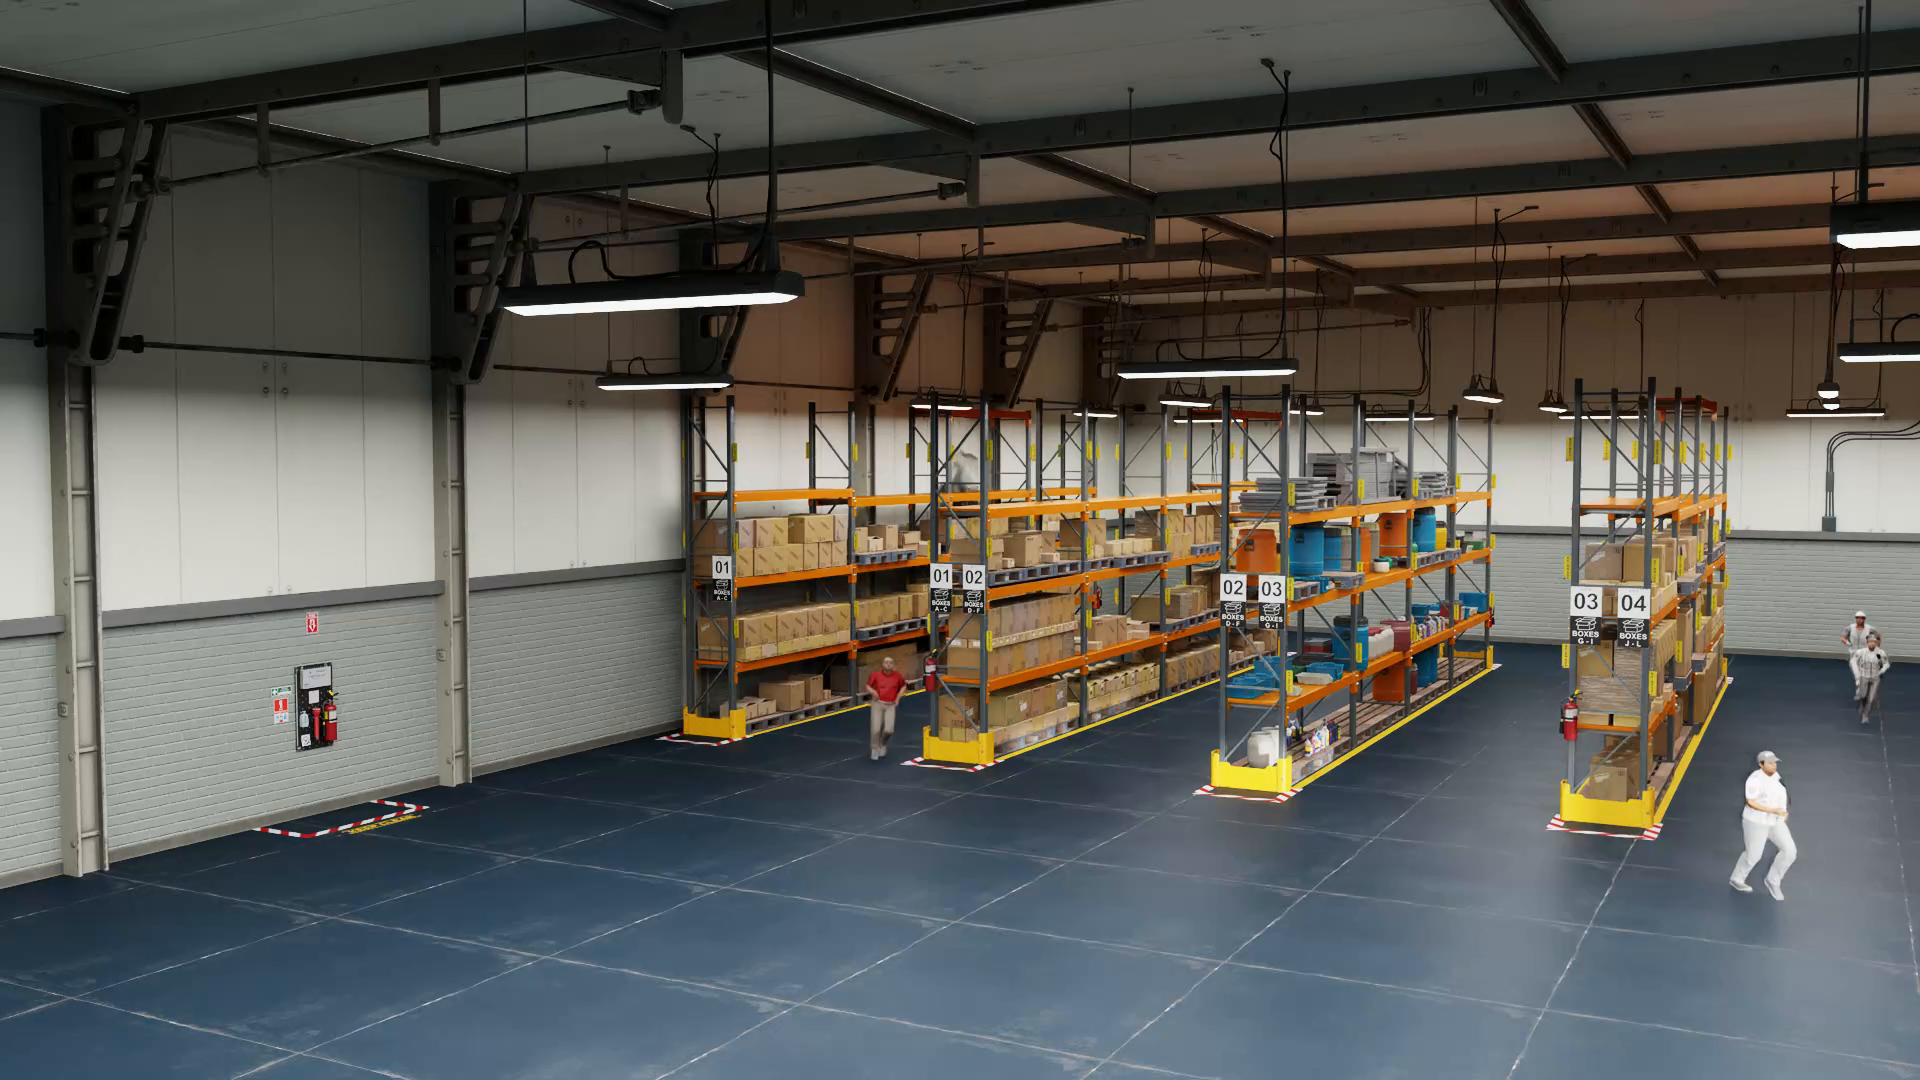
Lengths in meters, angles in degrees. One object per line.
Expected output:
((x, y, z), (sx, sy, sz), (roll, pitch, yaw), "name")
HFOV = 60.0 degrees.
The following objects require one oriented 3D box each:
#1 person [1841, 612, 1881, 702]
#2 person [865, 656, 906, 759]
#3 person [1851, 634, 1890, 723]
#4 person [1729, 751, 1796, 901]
((18.271, 2.337, 33.769), (0.693, 1.787, 0.952), (2, 4, 40), "person")
((-1.203, 2.735, 27.107), (0.673, 1.676, 0.615), (0, 3, -5), "person")
((16.841, 2.562, 30.772), (0.618, 1.655, 0.524), (1, 3, 25), "person")
((9.046, 3.203, 18.703), (0.561, 1.694, 0.720), (-1, 3, -21), "person")
